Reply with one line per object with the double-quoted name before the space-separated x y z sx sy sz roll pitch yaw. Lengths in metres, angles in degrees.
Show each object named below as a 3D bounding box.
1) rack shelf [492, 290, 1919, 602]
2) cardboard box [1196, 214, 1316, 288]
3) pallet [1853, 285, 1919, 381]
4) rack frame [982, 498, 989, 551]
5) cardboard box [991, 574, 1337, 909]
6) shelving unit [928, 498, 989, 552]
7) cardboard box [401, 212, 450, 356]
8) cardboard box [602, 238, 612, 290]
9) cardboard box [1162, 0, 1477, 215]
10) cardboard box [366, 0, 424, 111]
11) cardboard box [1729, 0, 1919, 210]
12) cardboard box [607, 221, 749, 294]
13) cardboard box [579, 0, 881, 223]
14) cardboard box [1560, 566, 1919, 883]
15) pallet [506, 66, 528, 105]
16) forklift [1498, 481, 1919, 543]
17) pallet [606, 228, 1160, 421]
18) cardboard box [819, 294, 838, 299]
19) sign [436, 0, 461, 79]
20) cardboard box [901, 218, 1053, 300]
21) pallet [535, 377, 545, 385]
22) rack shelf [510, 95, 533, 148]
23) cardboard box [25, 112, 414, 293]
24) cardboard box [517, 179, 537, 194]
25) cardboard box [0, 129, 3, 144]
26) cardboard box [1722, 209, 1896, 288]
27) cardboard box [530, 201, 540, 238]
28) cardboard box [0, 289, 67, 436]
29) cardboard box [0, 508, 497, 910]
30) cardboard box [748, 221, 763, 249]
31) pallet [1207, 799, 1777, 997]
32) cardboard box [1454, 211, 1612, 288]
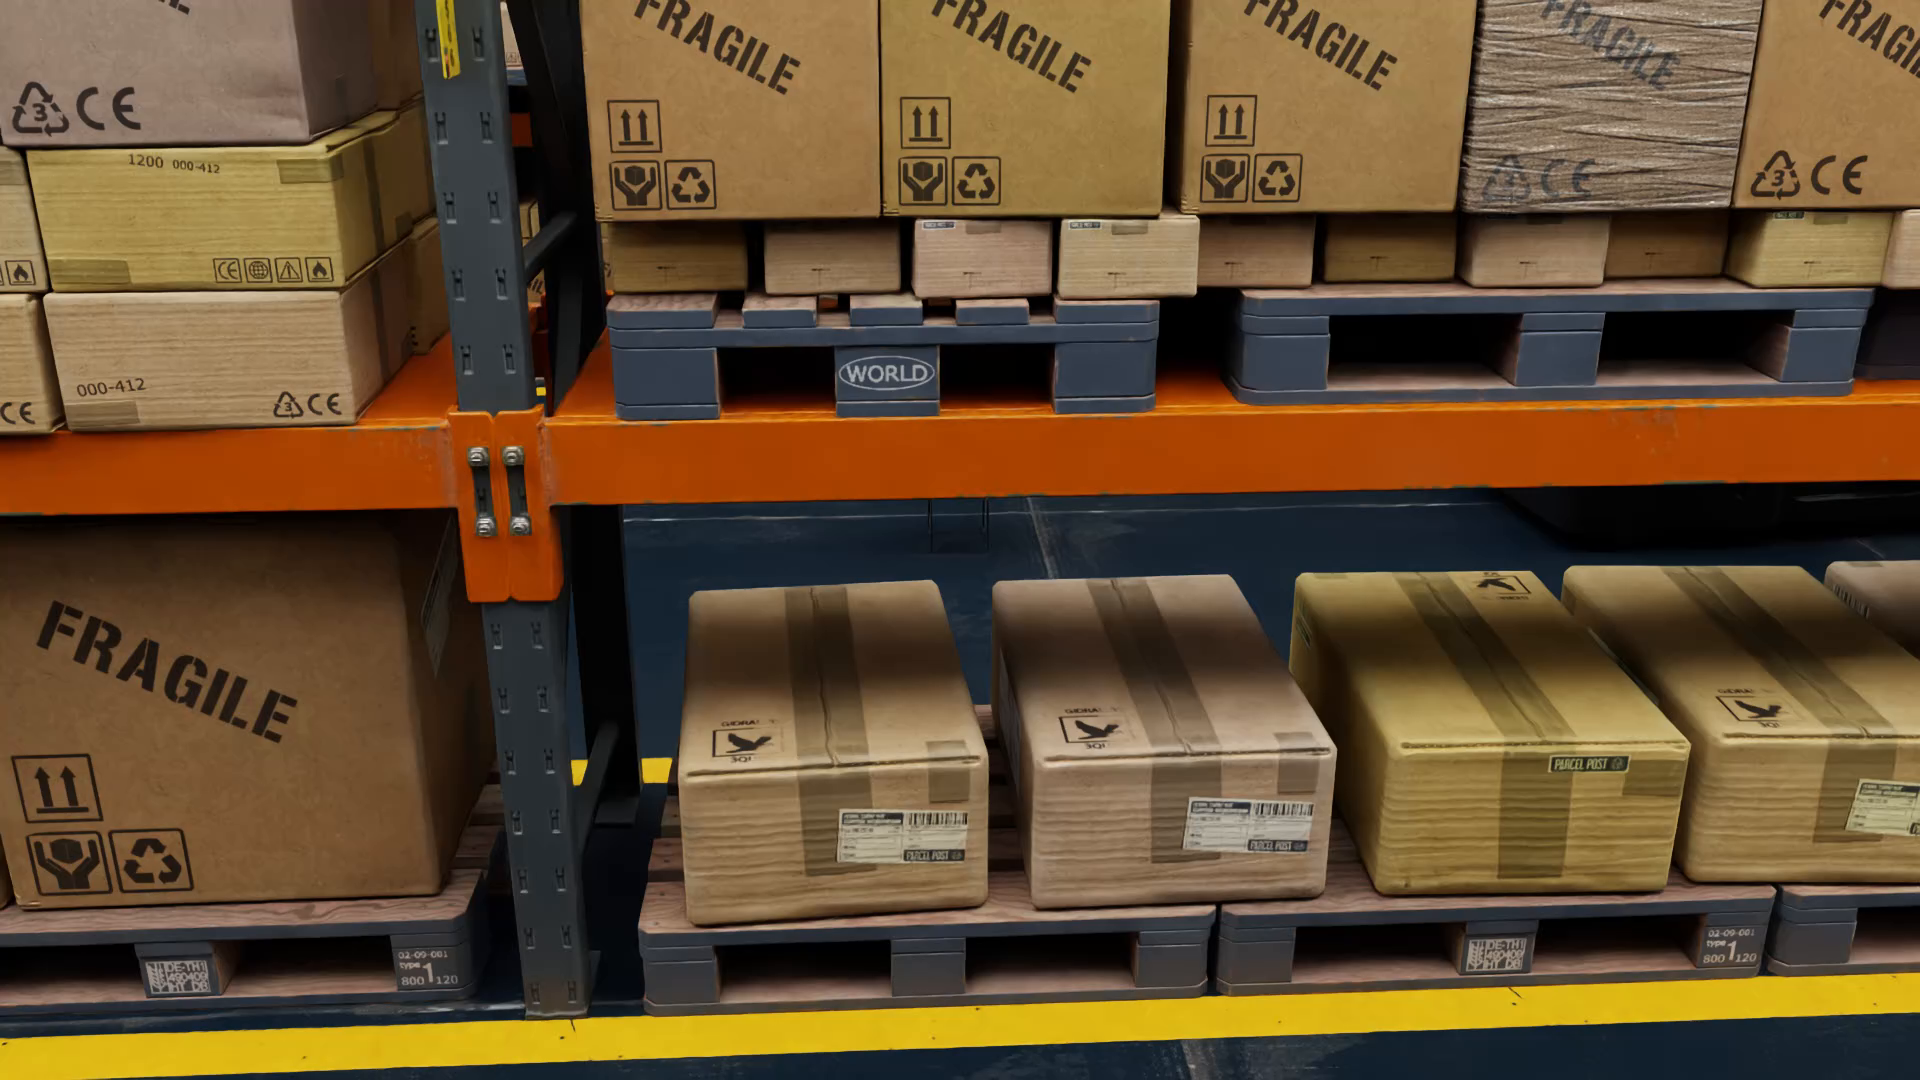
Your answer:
"rack shelf" 1.123 -0.279 3.649 4.000 0.370 1.077 -1 21 -3
"cardboard box" 0.534 -0.608 3.264 0.250 0.149 0.380 0 21 0
"pallet" 2.349 -0.602 3.756 1.213 0.211 1.003 -1 21 -3
"rack frame" 0.093 -0.422 5.966 0.006 0.900 0.240 -1 21 -3
"cardboard box" 0.427 0.432 3.874 0.625 0.372 0.950 -2 21 -4
"shelving unit" -0.008 -0.420 5.960 0.210 0.900 0.258 -1 21 -3
"cardboard box" -1.376 -0.584 3.649 0.500 0.250 0.500 -2 21 -4
"cardboard box" -1.570 -1.281 8.192 0.500 0.500 0.500 -1 21 -1
"cardboard box" 0.639 -0.910 3.146 0.500 0.500 0.500 -1 21 -2
"cardboard box" -1.380 -1.165 3.420 0.500 0.500 0.500 -2 21 -5
"cardboard box" 1.661 -0.928 3.194 0.500 0.500 0.500 0 21 -1
"cardboard box" -0.538 -0.594 3.228 0.250 0.149 0.380 -2 21 -6
"cardboard box" -0.411 -0.883 3.077 0.500 0.500 0.500 -2 21 -5
"cardboard box" 1.879 0.404 3.948 0.625 0.372 0.950 0 21 0
"pallet" -1.833 -2.209 7.978 1.003 0.211 1.213 -1 21 -3
"forklift" 3.576 -1.593 6.187 3.031 2.935 1.130 -4 21 -9
"pallet" -0.168 -0.537 3.585 1.003 0.211 1.213 -1 21 -3
"cardboard box" -0.537 -1.432 8.413 0.625 0.625 0.875 -1 21 -1
"sign" -0.839 -0.918 2.690 0.005 0.325 0.100 -1 21 -3
"cardboard box" 0.022 -0.577 3.183 0.250 0.149 0.380 -3 21 -7
"pallet" -1.908 -1.033 8.537 1.213 0.211 1.003 -1 21 -3
"rack shelf" -3.157 -1.961 8.066 4.000 0.370 1.077 -1 21 -3
"cardboard box" -1.343 -0.638 3.089 0.500 0.250 0.500 -1 21 -3
"cardboard box" -2.210 -1.740 8.485 0.250 0.149 0.380 -1 21 -2
"cardboard box" -1.886 -0.972 2.912 0.500 0.500 0.500 -1 21 -2
"cardboard box" 1.603 -0.610 3.271 0.250 0.149 0.380 -1 21 -3
"cardboard box" -1.910 -1.552 7.994 0.250 0.149 0.380 -2 21 -6
"cardboard box" -1.873 -0.386 3.129 0.500 0.250 0.500 -1 21 -2
"cardboard box" -1.568 0.207 3.758 0.875 0.875 0.875 -1 21 -4
"cardboard box" -0.560 -0.743 3.621 0.250 0.149 0.380 0 21 -1
"pallet" 1.122 0.690 4.013 1.213 0.211 1.003 -1 21 -3
"cardboard box" 1.078 -0.609 3.269 0.250 0.149 0.380 -1 21 -1
